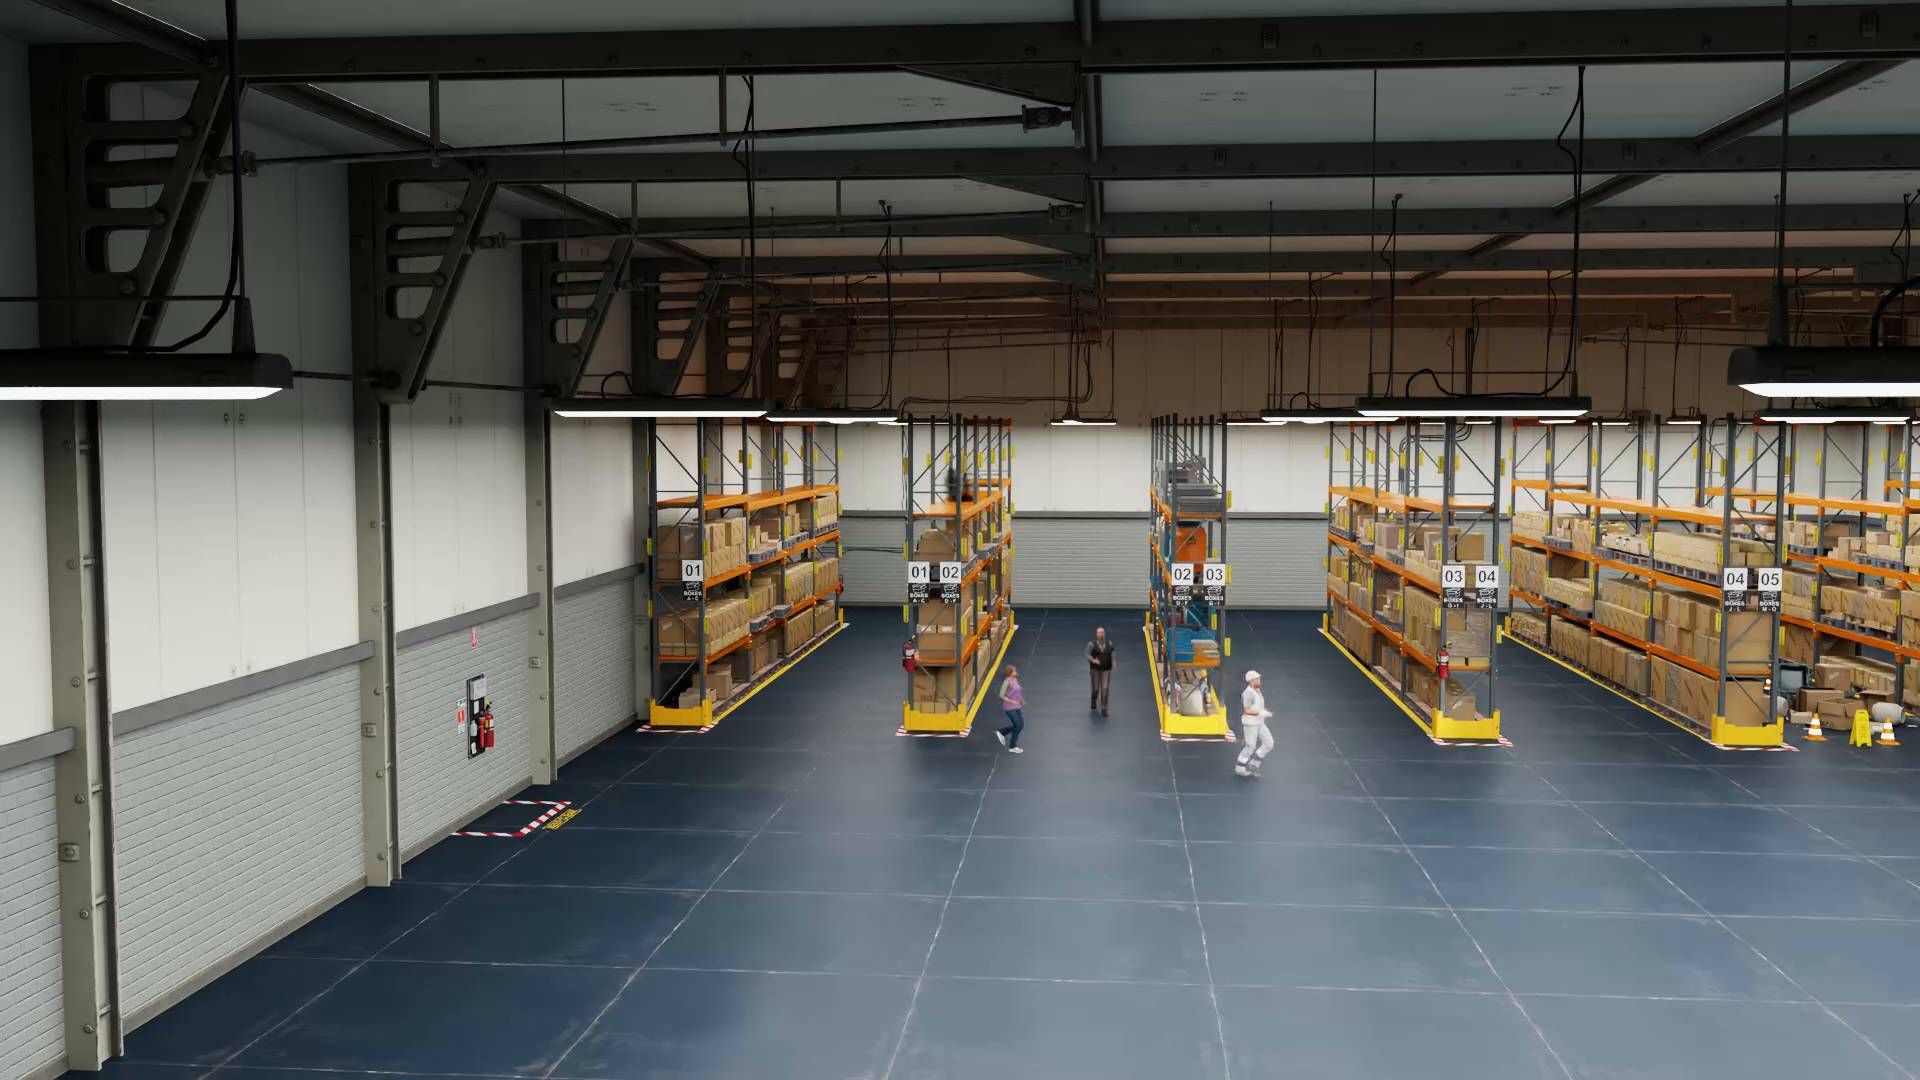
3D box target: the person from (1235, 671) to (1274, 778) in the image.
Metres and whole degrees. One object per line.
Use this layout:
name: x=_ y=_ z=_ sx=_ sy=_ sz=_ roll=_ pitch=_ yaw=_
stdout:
person: x=4.813 y=3.014 z=27.073 sx=0.692 sy=1.784 sz=0.628 roll=2 pitch=5 yaw=33

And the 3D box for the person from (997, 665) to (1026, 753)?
person: x=0.867 y=2.971 z=29.360 sx=0.567 sy=1.549 sz=0.536 roll=2 pitch=4 yaw=28

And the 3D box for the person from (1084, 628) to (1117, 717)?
person: x=2.816 y=2.621 z=33.300 sx=0.681 sy=1.742 sz=0.847 roll=0 pitch=4 yaw=-3
